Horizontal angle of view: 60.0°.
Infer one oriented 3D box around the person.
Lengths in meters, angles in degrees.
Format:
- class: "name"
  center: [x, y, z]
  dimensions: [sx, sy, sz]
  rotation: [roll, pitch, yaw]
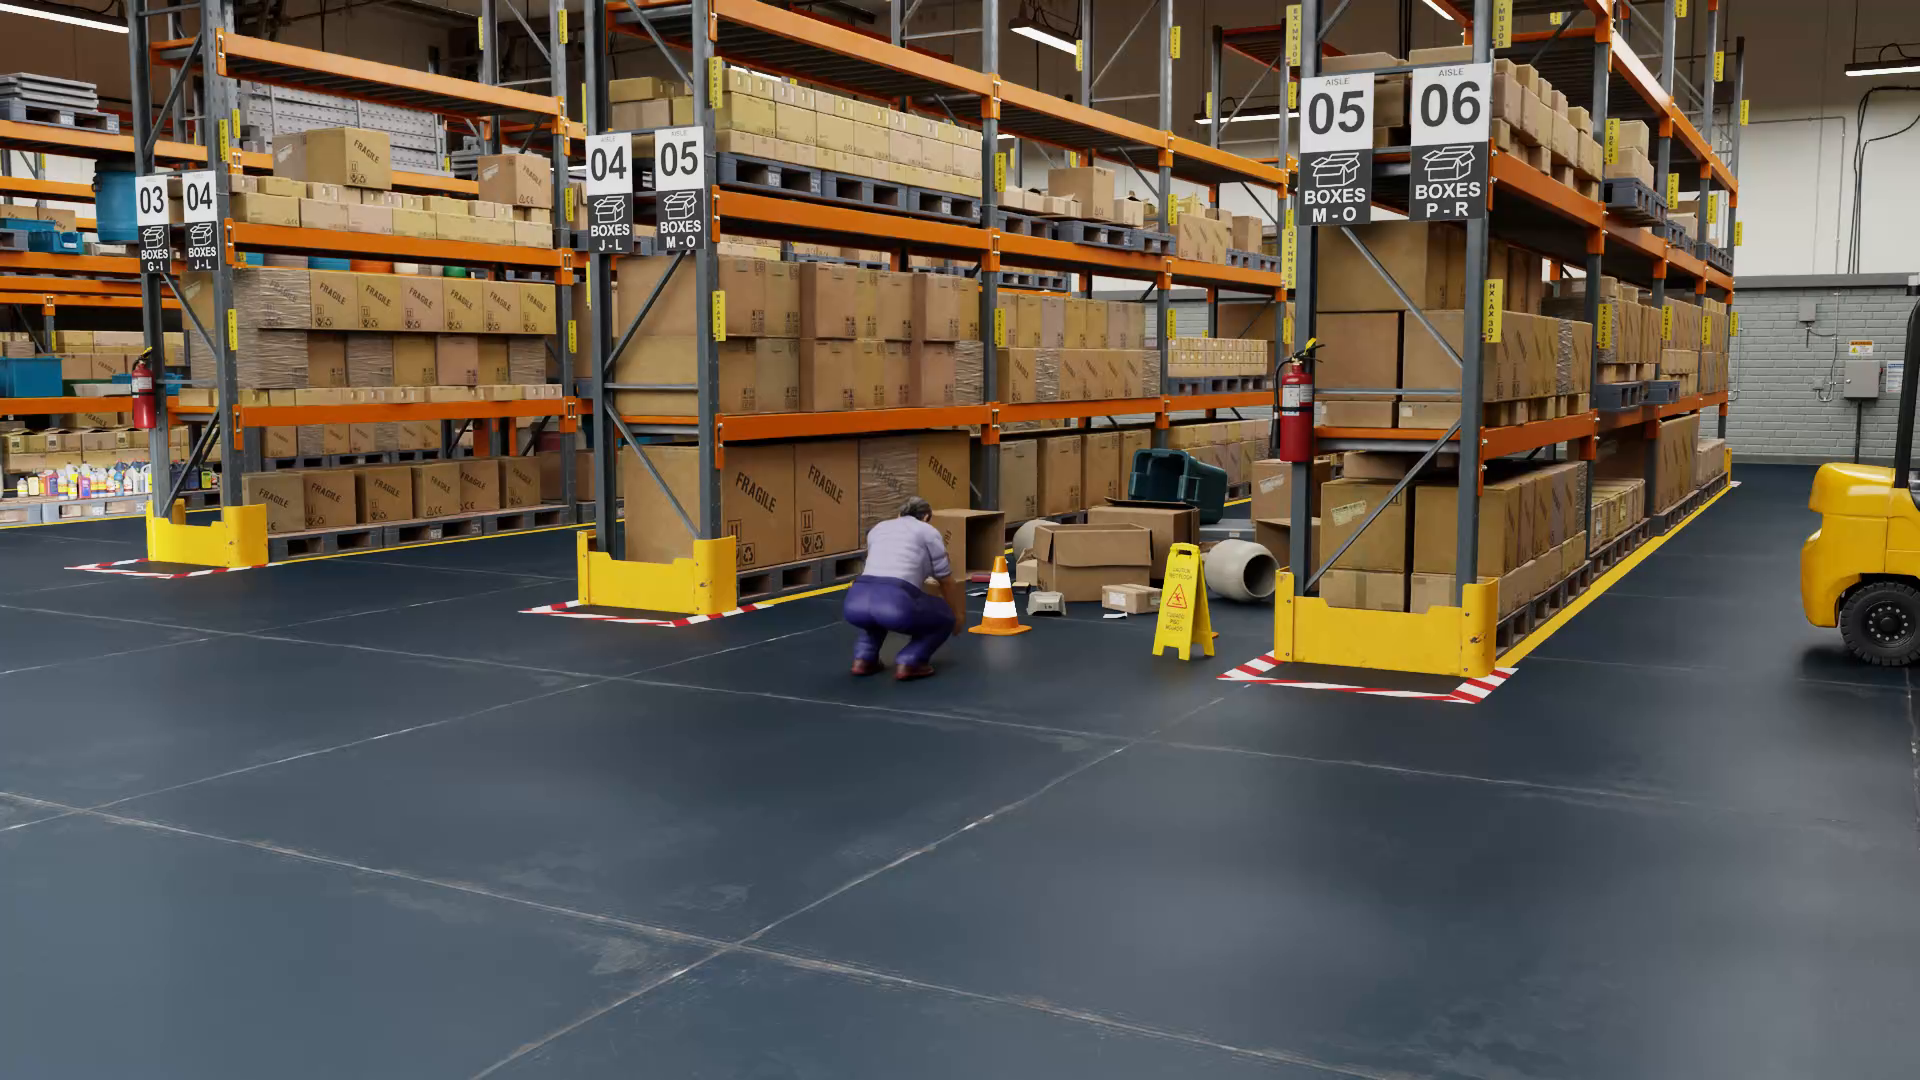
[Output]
- class: "person"
  center: [-0.304, 0.252, 9.014]
  dimensions: [0.521, 0.939, 0.844]
  rotation: [3, 7, 28]
